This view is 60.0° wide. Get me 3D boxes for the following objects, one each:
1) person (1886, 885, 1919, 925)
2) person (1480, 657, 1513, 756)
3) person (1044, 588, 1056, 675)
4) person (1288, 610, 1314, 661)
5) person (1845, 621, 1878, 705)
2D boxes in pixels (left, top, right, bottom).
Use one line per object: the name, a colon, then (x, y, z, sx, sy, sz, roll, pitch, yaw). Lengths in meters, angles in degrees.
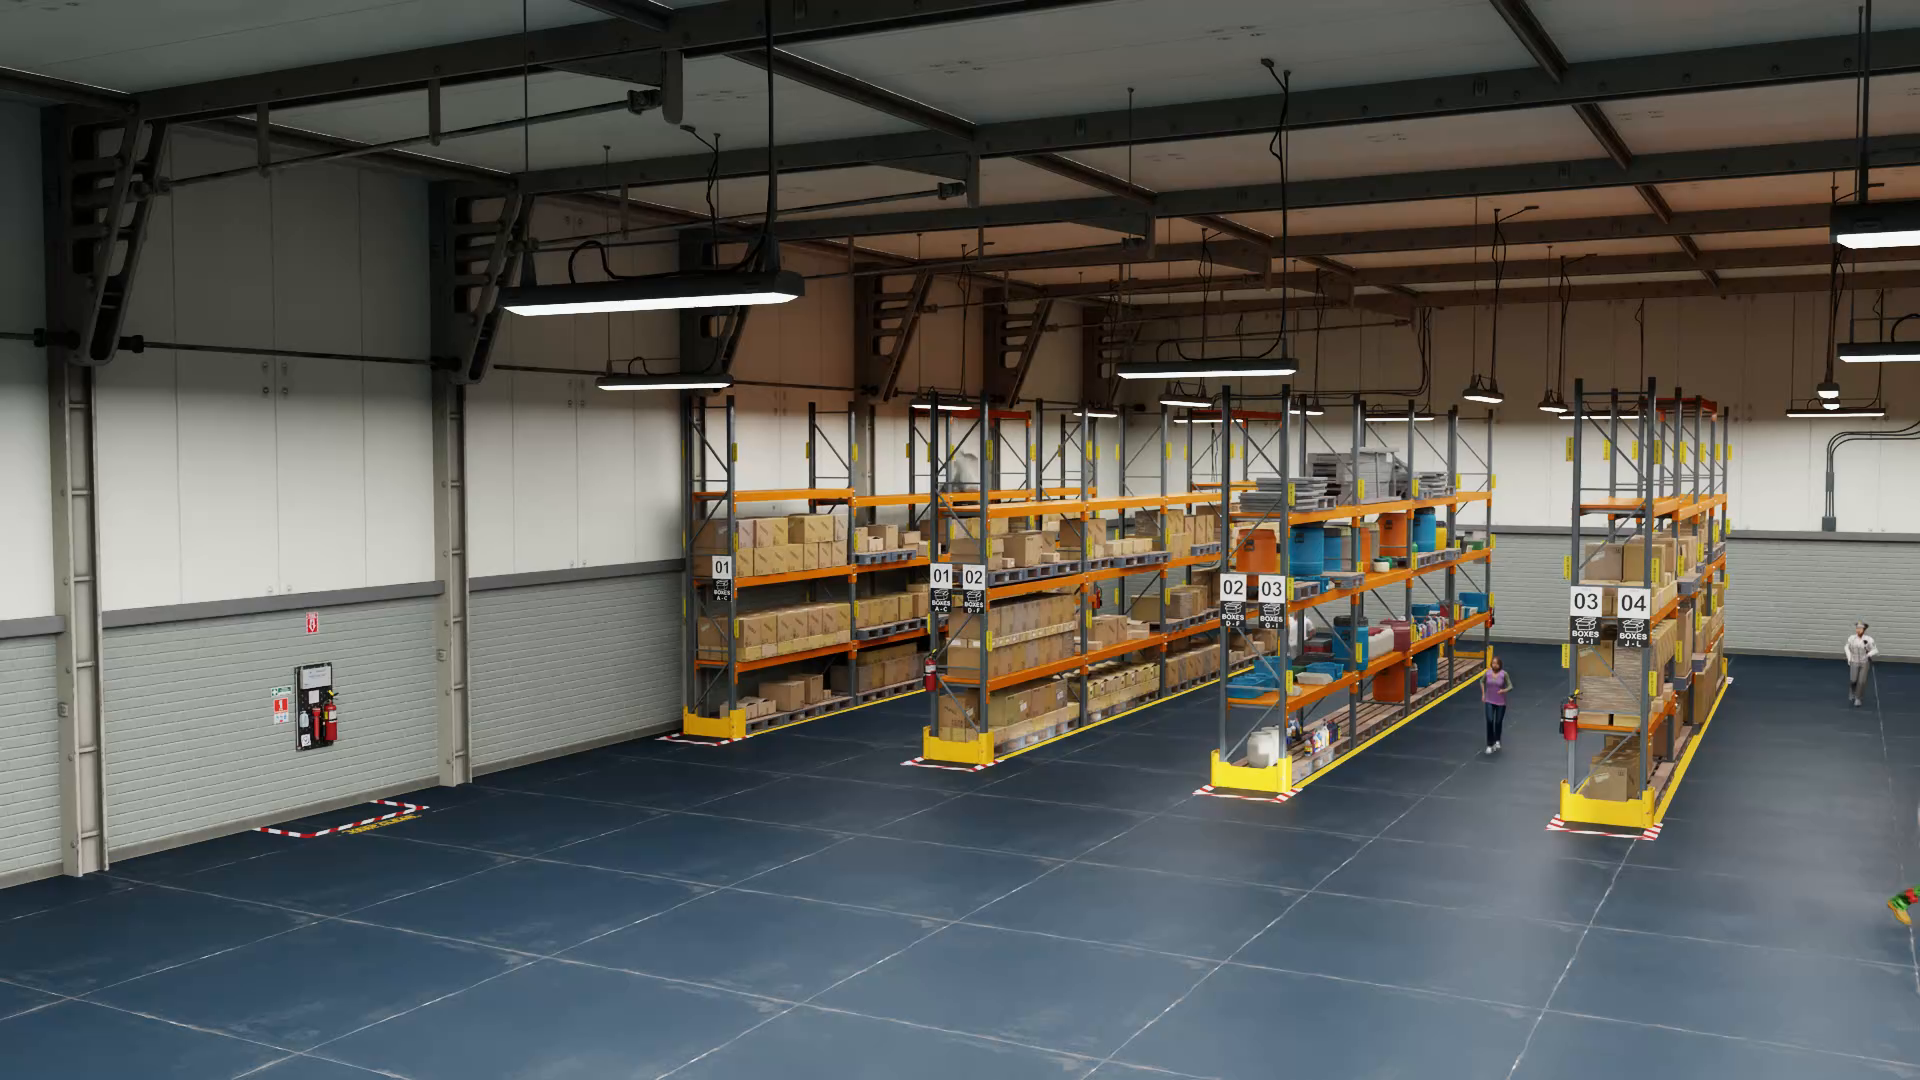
person: (10.058, 3.210, 17.079, 0.636, 1.787, 0.953, -2, 4, -31)
person: (8.922, 2.754, 27.674, 0.523, 1.643, 0.722, 1, 3, 18)
person: (1.926, 1.972, 36.116, 0.643, 1.905, 0.739, 1, 3, 23)
person: (7.272, 2.258, 35.792, 0.699, 1.738, 0.758, 1, 3, 11)
person: (17.802, 2.447, 32.889, 0.599, 1.655, 0.547, 2, 4, 36)
